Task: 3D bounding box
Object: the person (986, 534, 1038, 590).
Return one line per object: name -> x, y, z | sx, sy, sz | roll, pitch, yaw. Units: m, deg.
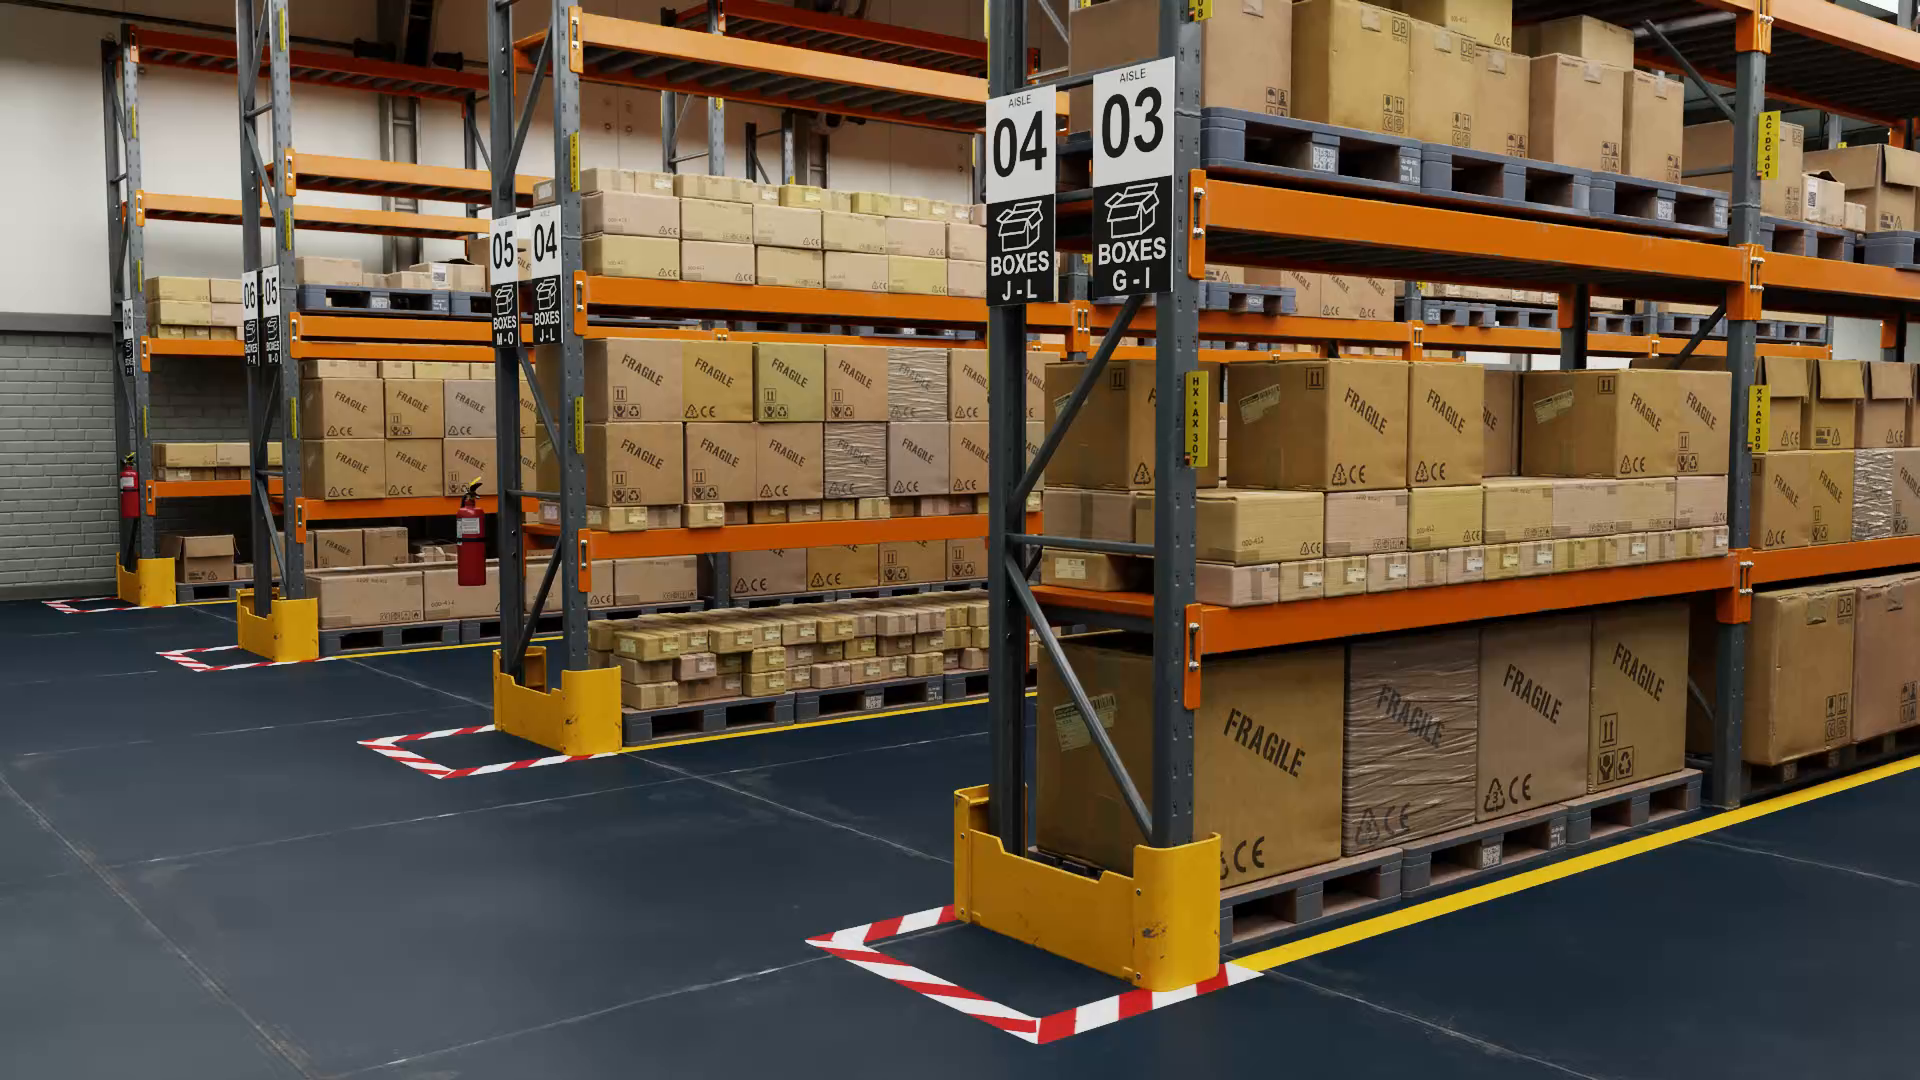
person -> 0.460, -0.018, 15.095 | 0.622, 1.774, 0.453 | -3, 5, -39
